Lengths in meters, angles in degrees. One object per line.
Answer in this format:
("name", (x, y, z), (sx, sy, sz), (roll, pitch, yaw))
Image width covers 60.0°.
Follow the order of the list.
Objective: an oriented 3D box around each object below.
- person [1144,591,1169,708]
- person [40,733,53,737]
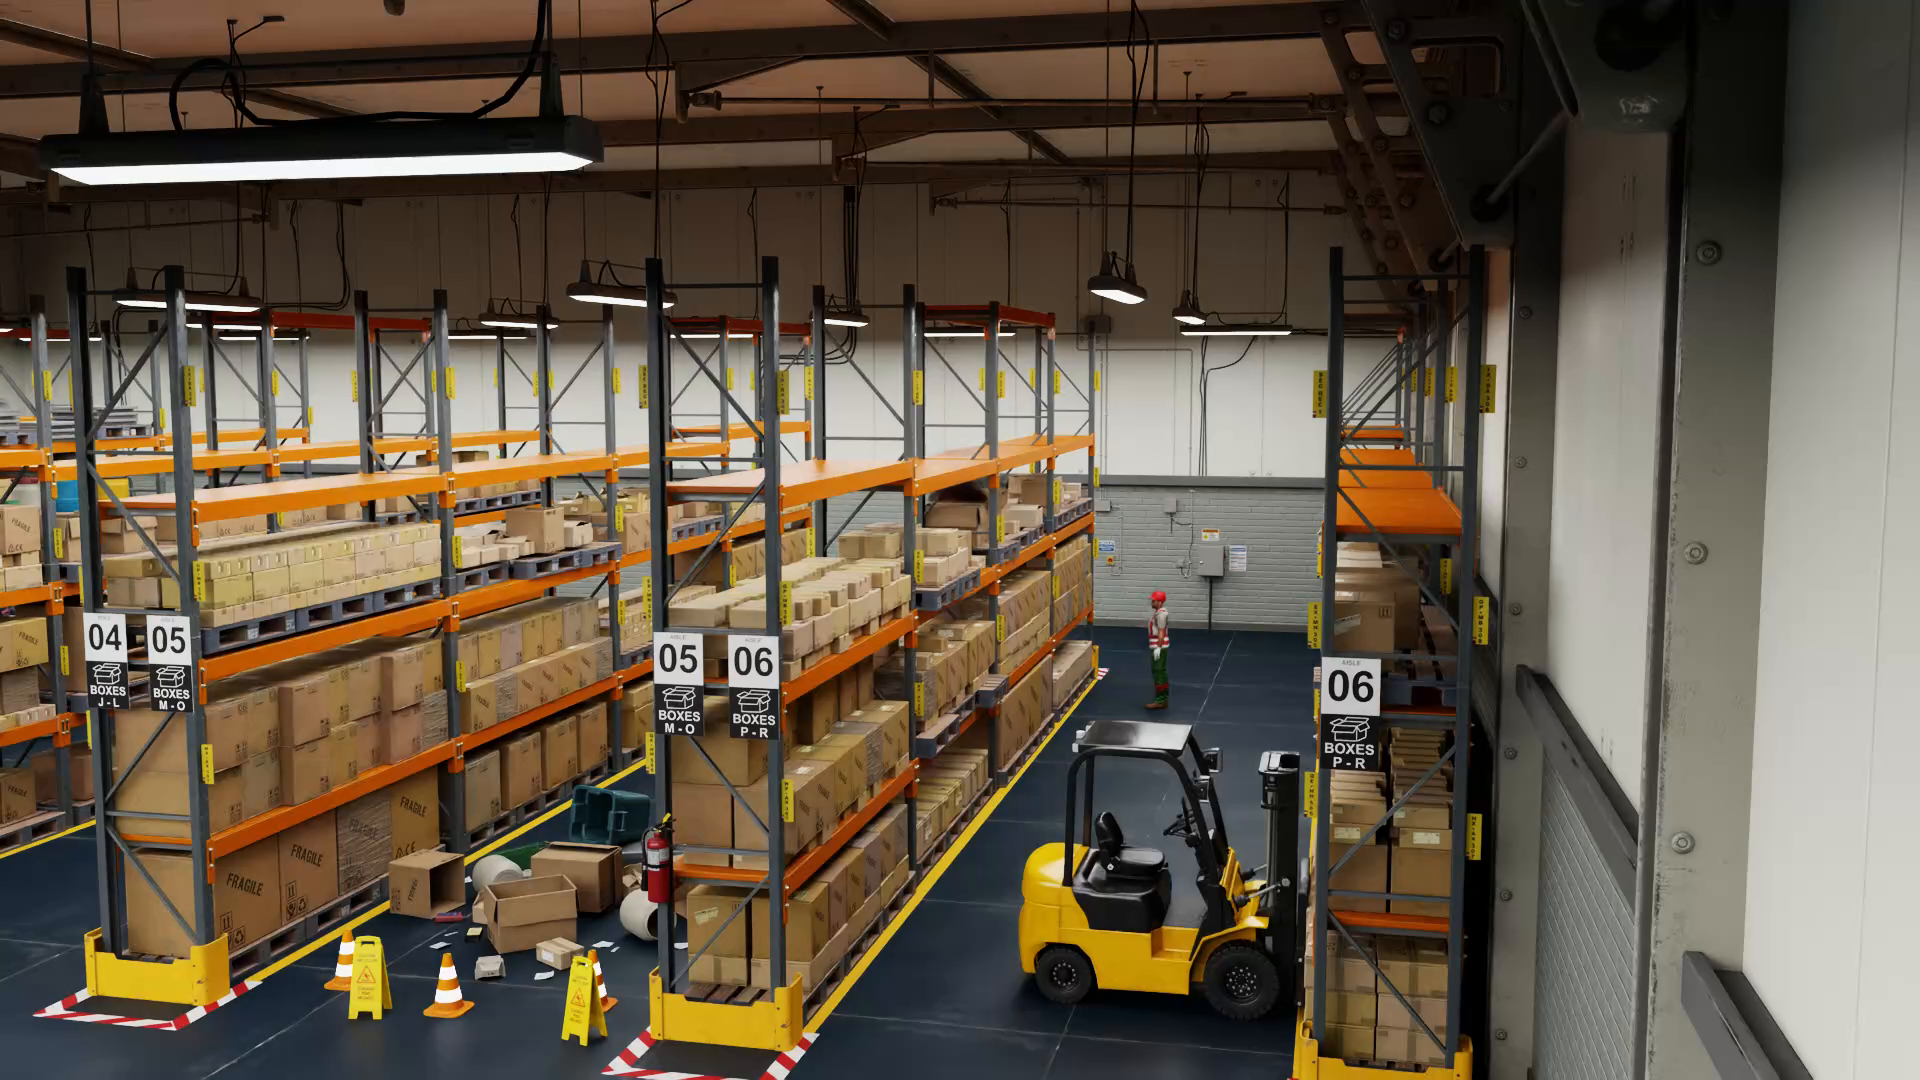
("person", (3.051, 1.671, 25.652), (0.364, 1.793, 0.633), (1, 6, 10))
("person", (-12.974, 1.964, 23.522), (0.446, 1.688, 0.535), (-3, 6, -27))
